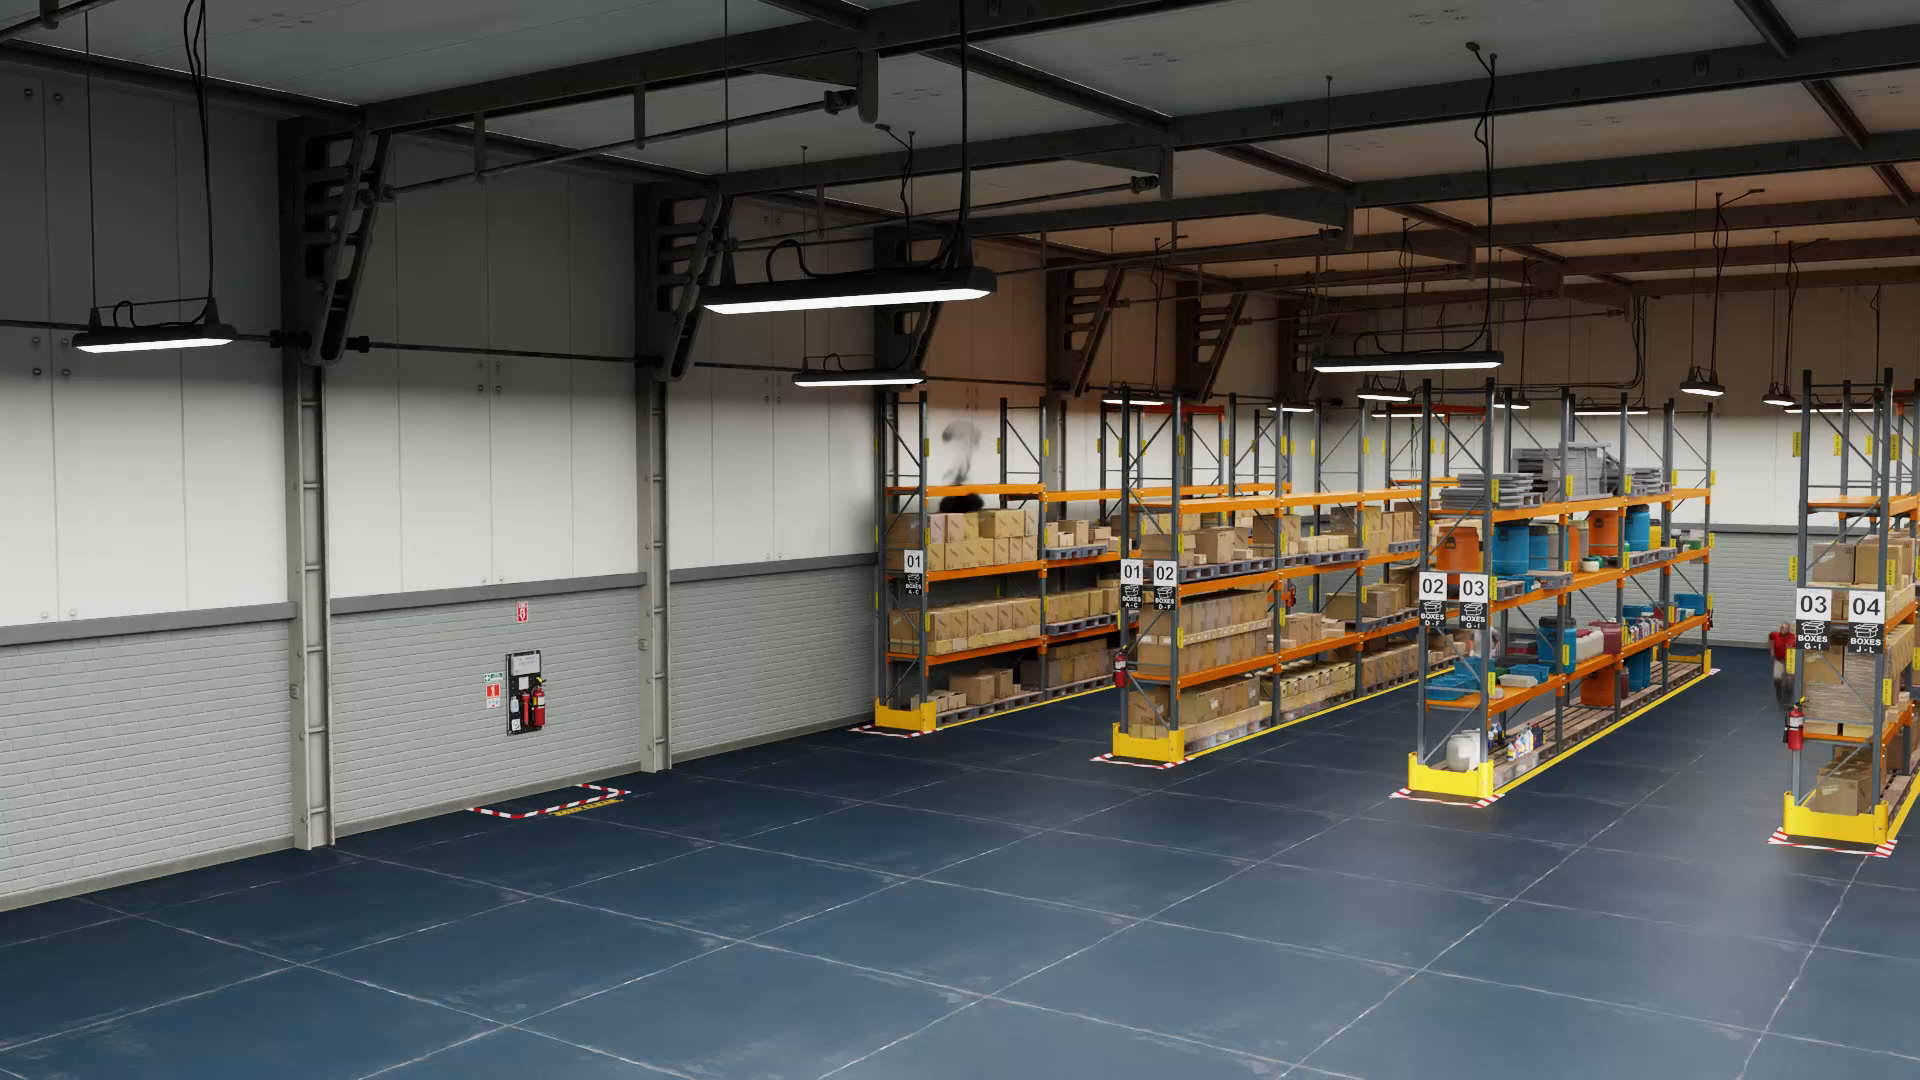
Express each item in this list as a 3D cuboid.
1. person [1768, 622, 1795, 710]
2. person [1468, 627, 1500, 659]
[{"bbox_3d":[15.786,2.402,31.794,0.648,1.708,0.943,2,4,31],"label":"person"},{"bbox_3d":[10.419,2.337,32.986,0.659,1.722,0.912,1,3,25],"label":"person"}]
